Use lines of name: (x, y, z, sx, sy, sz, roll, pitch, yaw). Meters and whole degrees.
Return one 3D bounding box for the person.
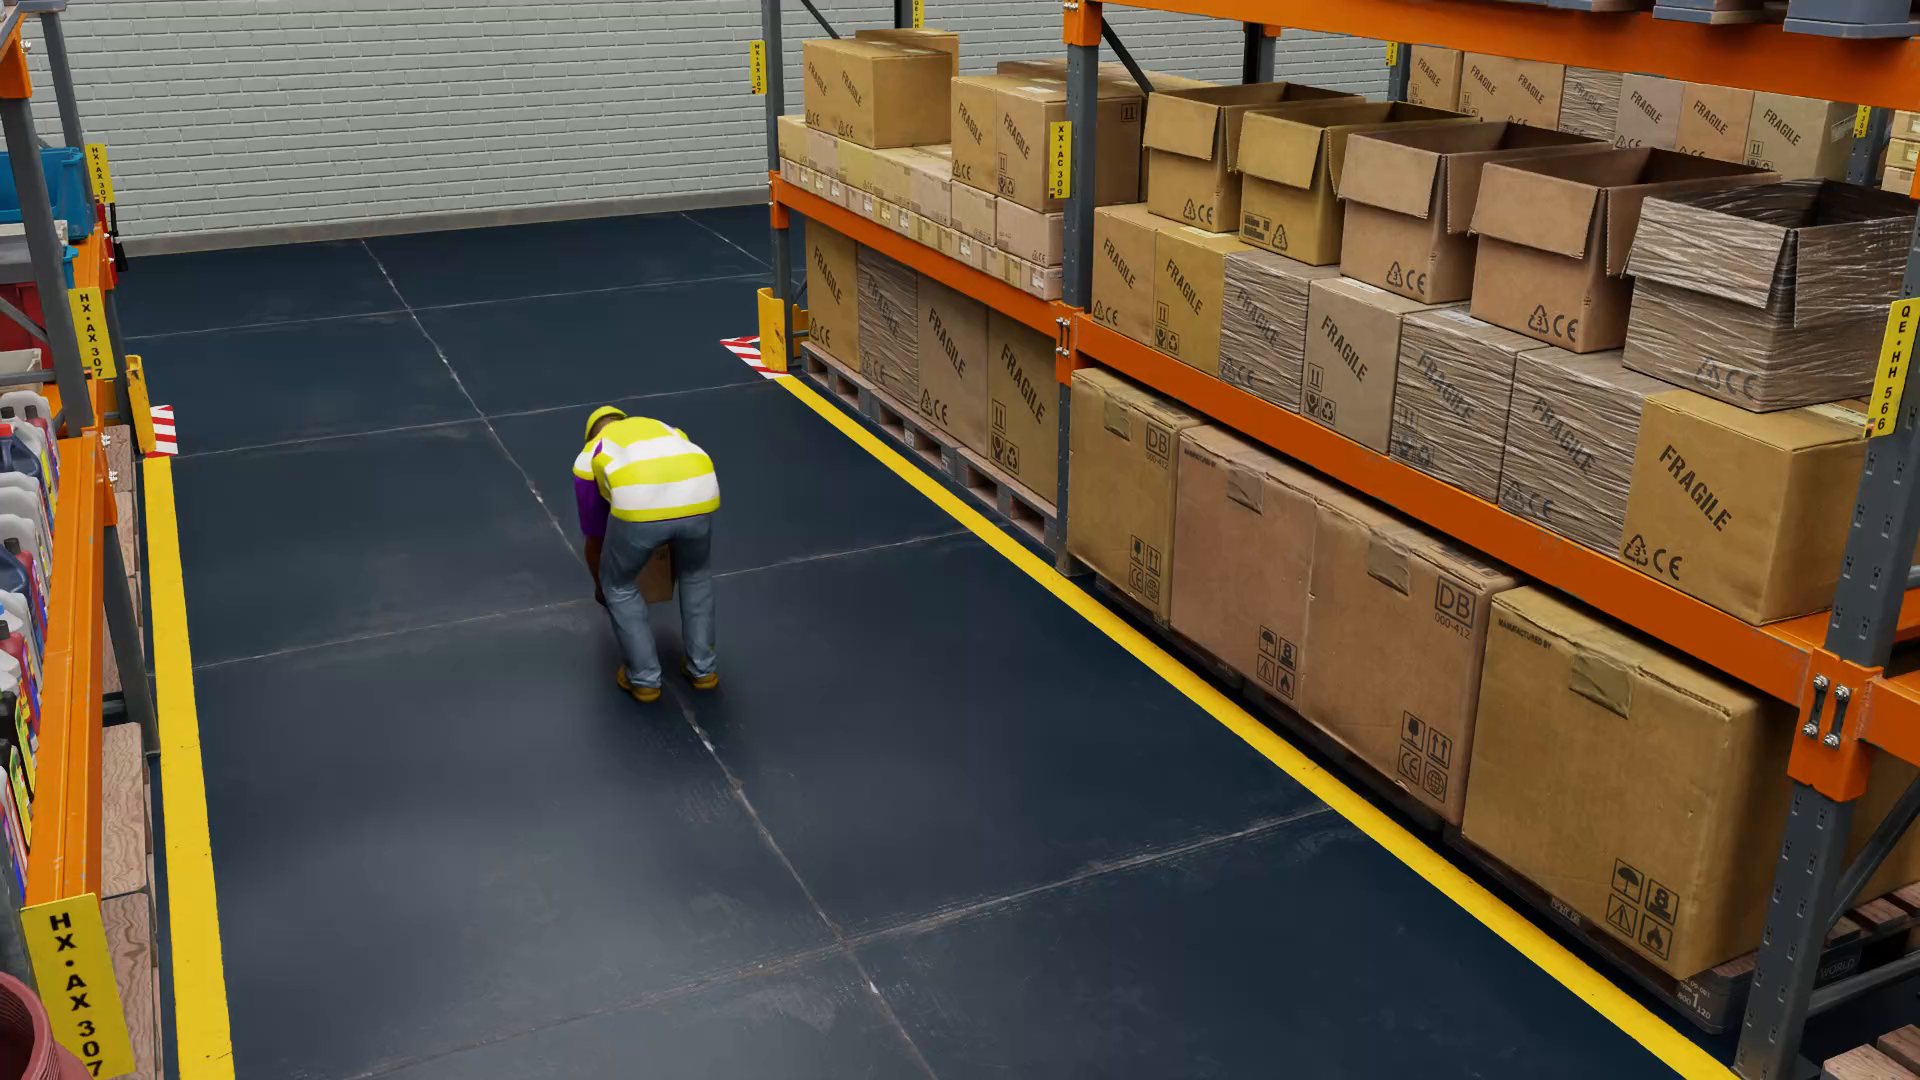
person: (-1.319, 0.025, 6.910, 0.483, 1.076, 0.982, -11, 25, -26)
